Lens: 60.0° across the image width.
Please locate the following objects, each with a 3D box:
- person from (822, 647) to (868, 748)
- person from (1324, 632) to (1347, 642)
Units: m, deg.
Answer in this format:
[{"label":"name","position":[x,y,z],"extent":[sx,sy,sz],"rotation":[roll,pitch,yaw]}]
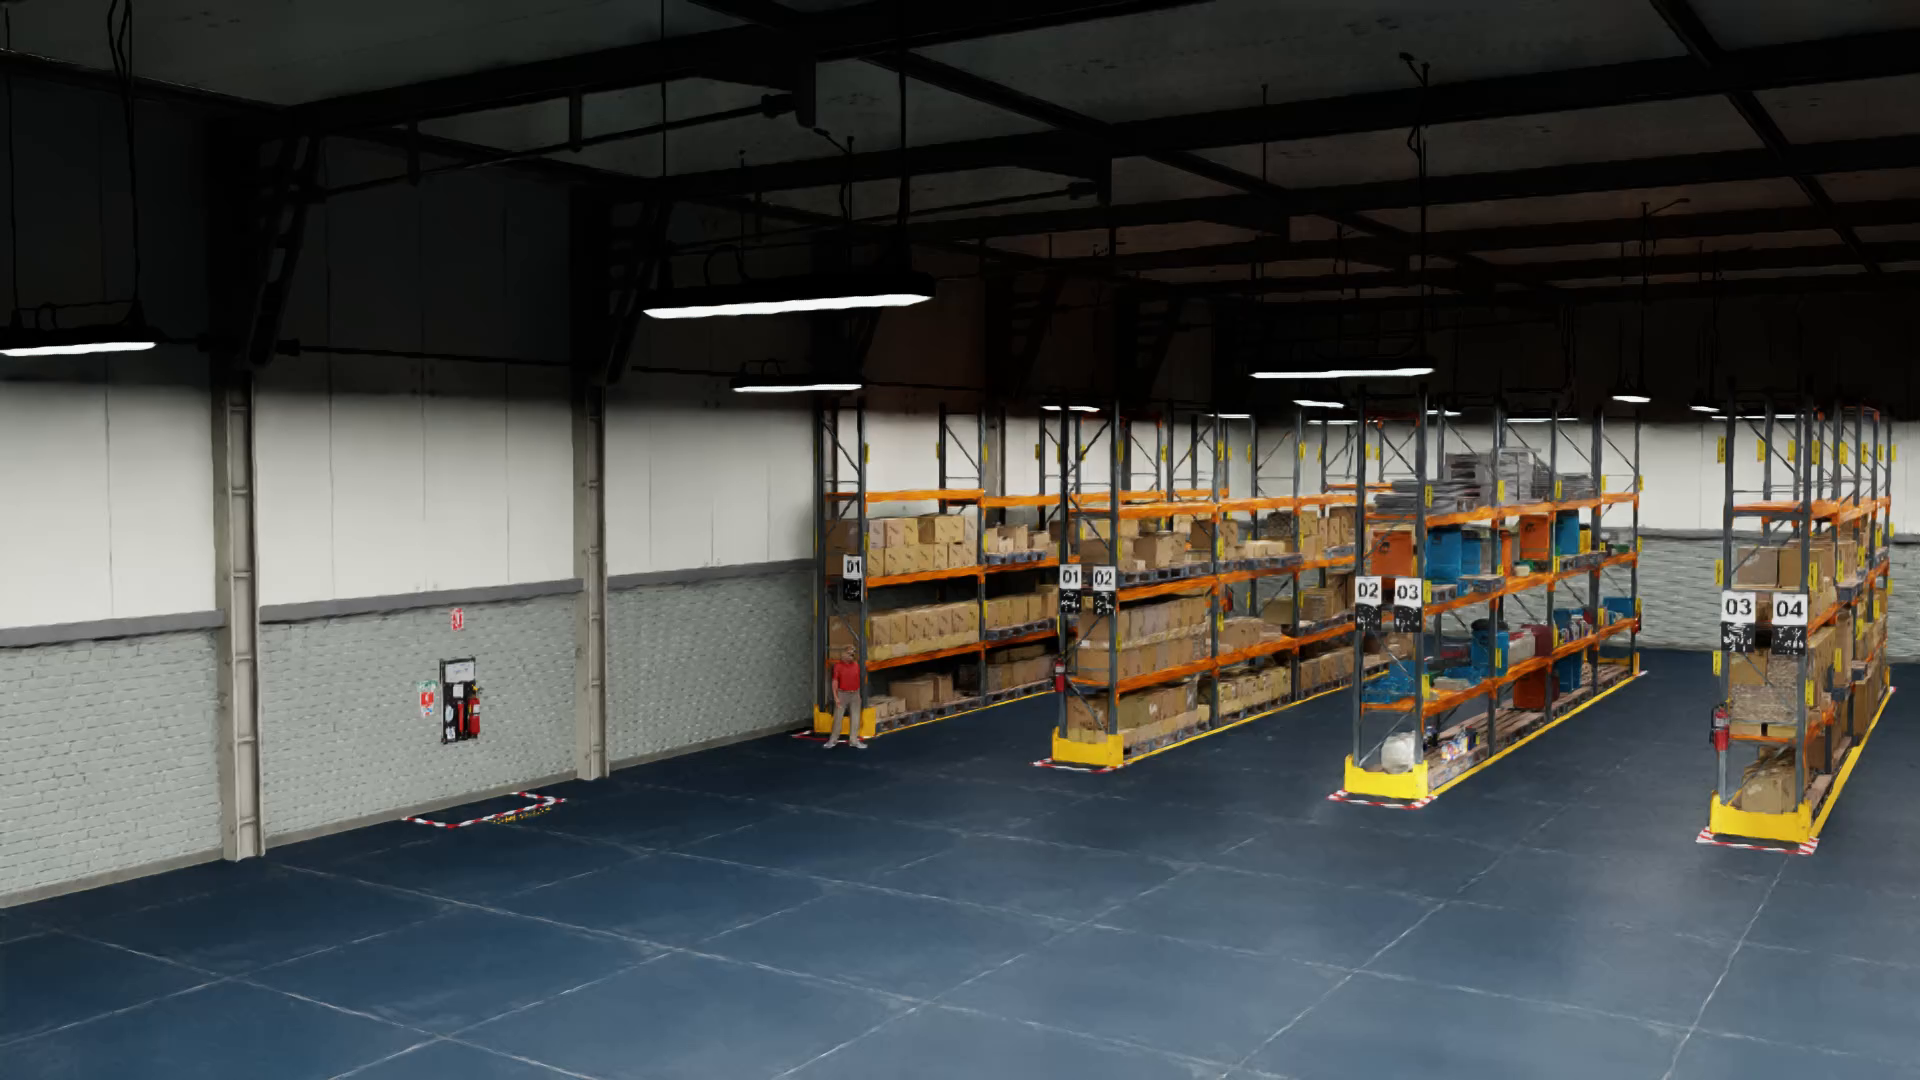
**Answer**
[{"label":"person","position":[-1.962,2.663,28.120],"extent":[0.727,1.727,0.464],"rotation":[-2,3,-27]},{"label":"person","position":[9.655,1.917,42.718],"extent":[0.688,1.658,0.566],"rotation":[-1,3,-19]}]
